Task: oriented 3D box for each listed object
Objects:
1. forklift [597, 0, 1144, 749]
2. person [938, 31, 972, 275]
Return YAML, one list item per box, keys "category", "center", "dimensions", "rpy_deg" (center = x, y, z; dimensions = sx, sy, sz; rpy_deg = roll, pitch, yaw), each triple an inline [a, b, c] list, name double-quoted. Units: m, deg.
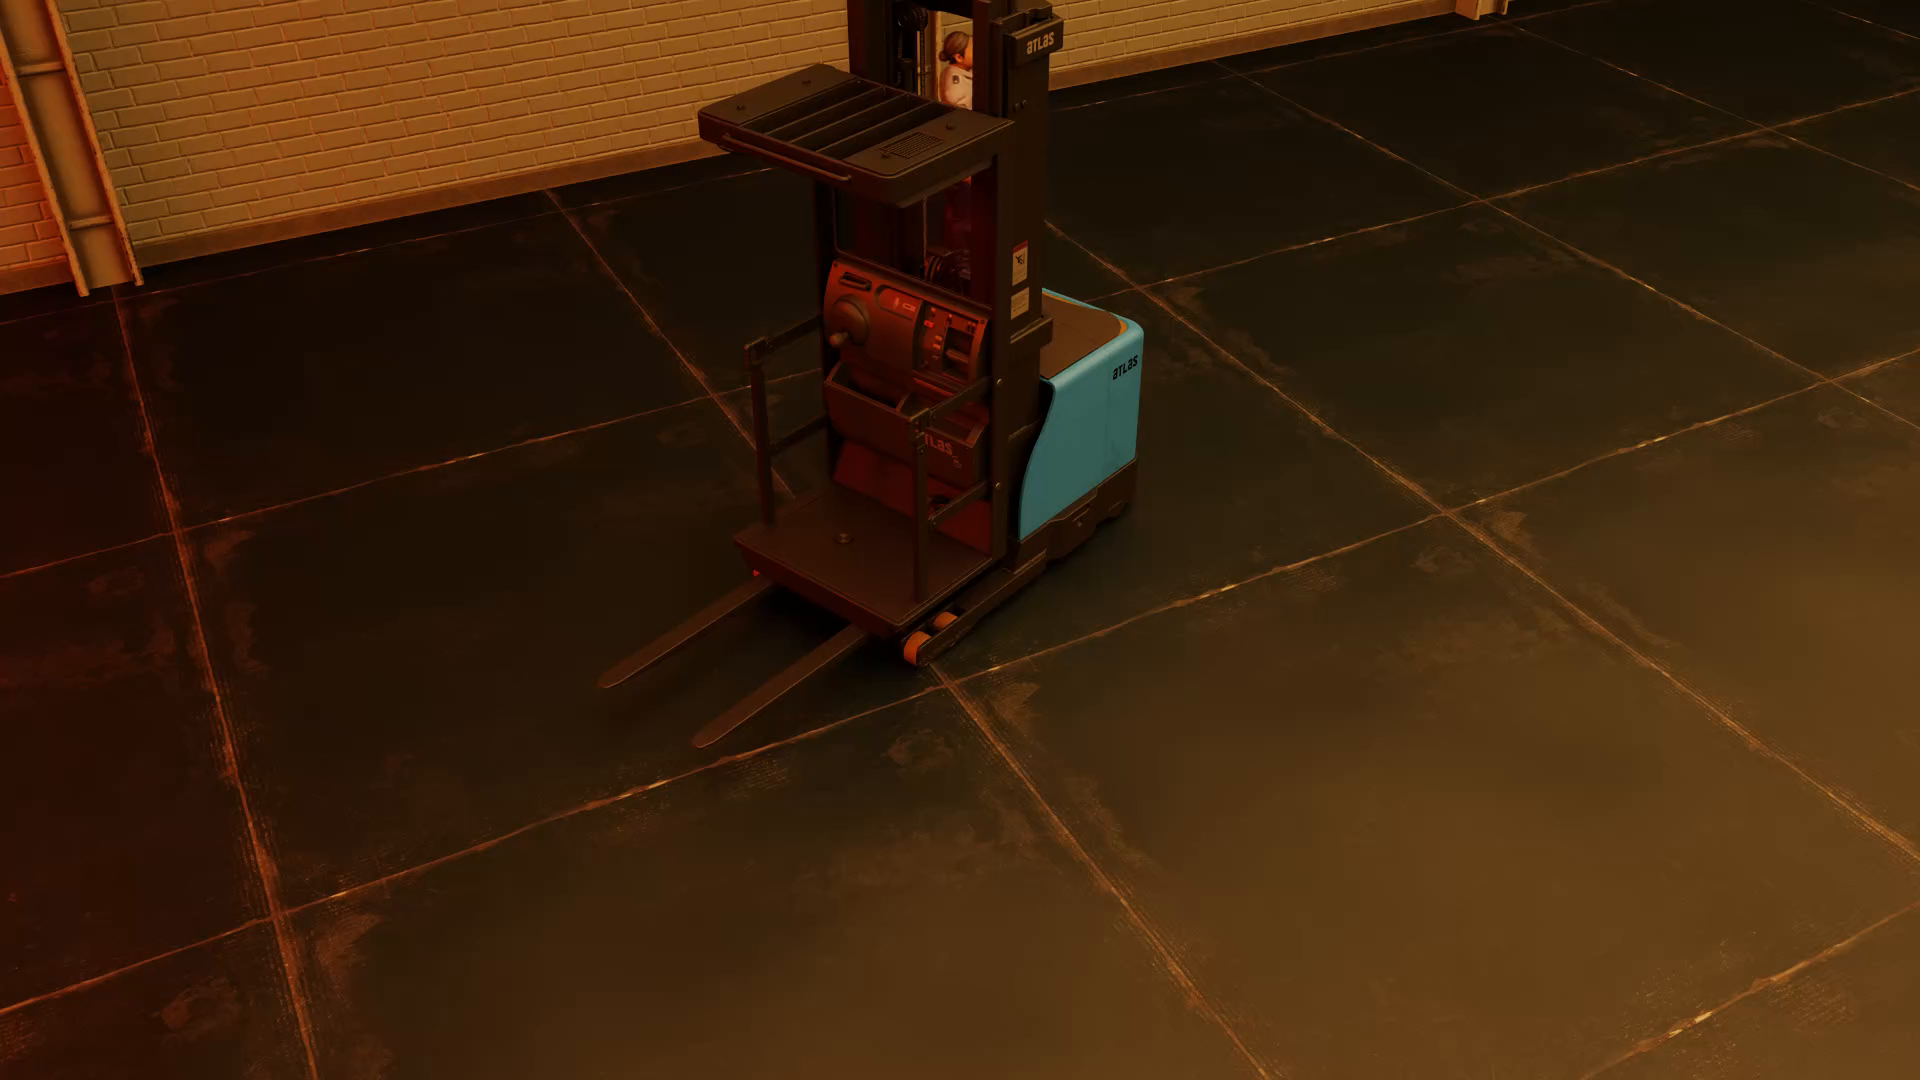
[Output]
- category: "forklift"
  center: [-0.390, -0.927, 7.434]
  dimensions: [1.130, 2.935, 3.031]
  rpy_deg: [26, 43, 31]
- category: "person"
  center: [0.024, -2.454, 10.714]
  dimensions: [0.368, 1.650, 0.482]
  rpy_deg: [-5, 36, -8]
